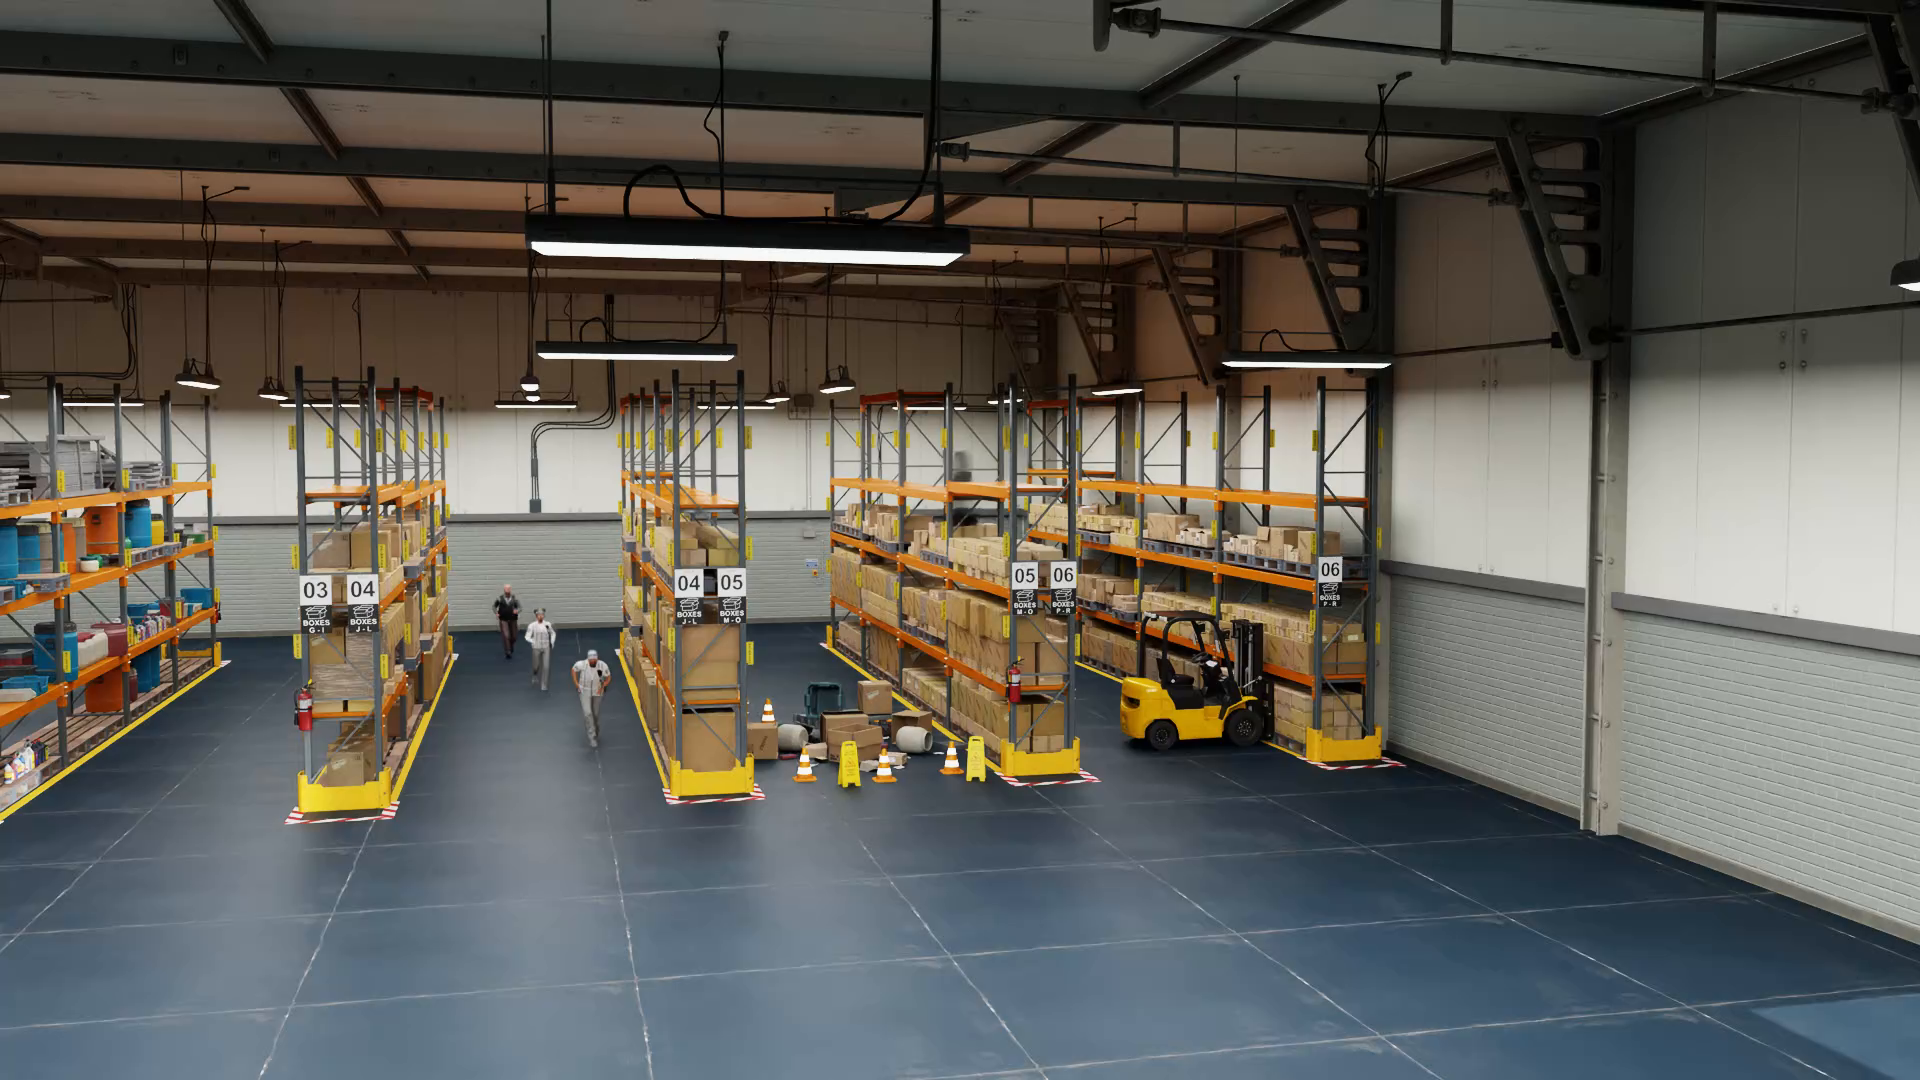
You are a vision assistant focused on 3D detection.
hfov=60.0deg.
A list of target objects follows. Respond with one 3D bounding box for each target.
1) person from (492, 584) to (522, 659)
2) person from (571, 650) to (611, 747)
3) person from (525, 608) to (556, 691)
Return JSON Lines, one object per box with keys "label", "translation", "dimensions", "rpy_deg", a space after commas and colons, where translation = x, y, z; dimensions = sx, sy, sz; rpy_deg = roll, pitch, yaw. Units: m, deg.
{"label": "person", "translation": [-10.434, 1.870, 38.356], "dimensions": [0.669, 1.692, 0.829], "rpy_deg": [-1, 4, -23]}
{"label": "person", "translation": [-6.115, 2.590, 27.602], "dimensions": [0.641, 1.627, 1.019], "rpy_deg": [-1, 3, -12]}
{"label": "person", "translation": [-8.413, 2.178, 33.419], "dimensions": [0.625, 1.654, 0.724], "rpy_deg": [-1, 4, -21]}
